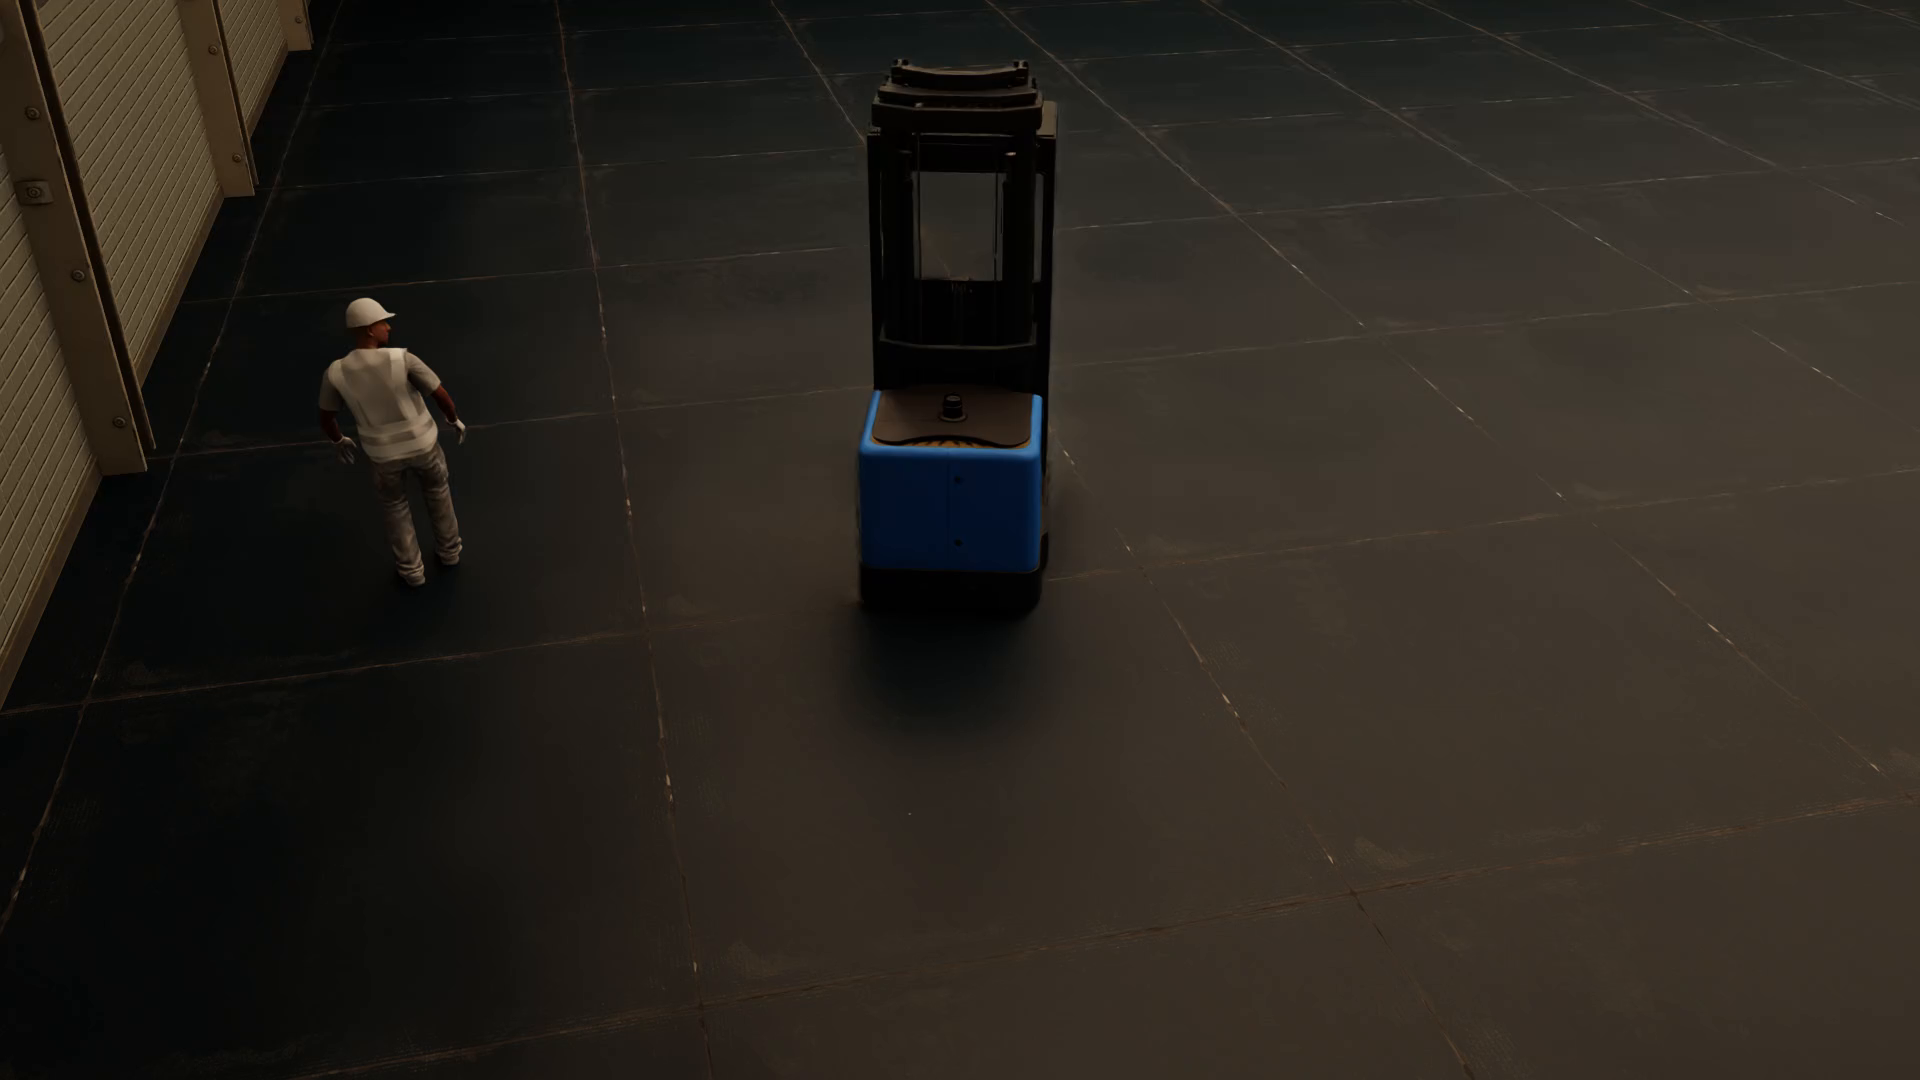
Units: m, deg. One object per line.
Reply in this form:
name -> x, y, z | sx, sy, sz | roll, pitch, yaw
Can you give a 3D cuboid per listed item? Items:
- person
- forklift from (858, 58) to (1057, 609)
person -> -3.306, -0.592, 9.768 | 0.785, 1.760, 0.521 | -8, 31, -14
forklift -> 0.024, -1.577, 10.299 | 1.130, 2.935, 3.031 | 2, 30, 3
